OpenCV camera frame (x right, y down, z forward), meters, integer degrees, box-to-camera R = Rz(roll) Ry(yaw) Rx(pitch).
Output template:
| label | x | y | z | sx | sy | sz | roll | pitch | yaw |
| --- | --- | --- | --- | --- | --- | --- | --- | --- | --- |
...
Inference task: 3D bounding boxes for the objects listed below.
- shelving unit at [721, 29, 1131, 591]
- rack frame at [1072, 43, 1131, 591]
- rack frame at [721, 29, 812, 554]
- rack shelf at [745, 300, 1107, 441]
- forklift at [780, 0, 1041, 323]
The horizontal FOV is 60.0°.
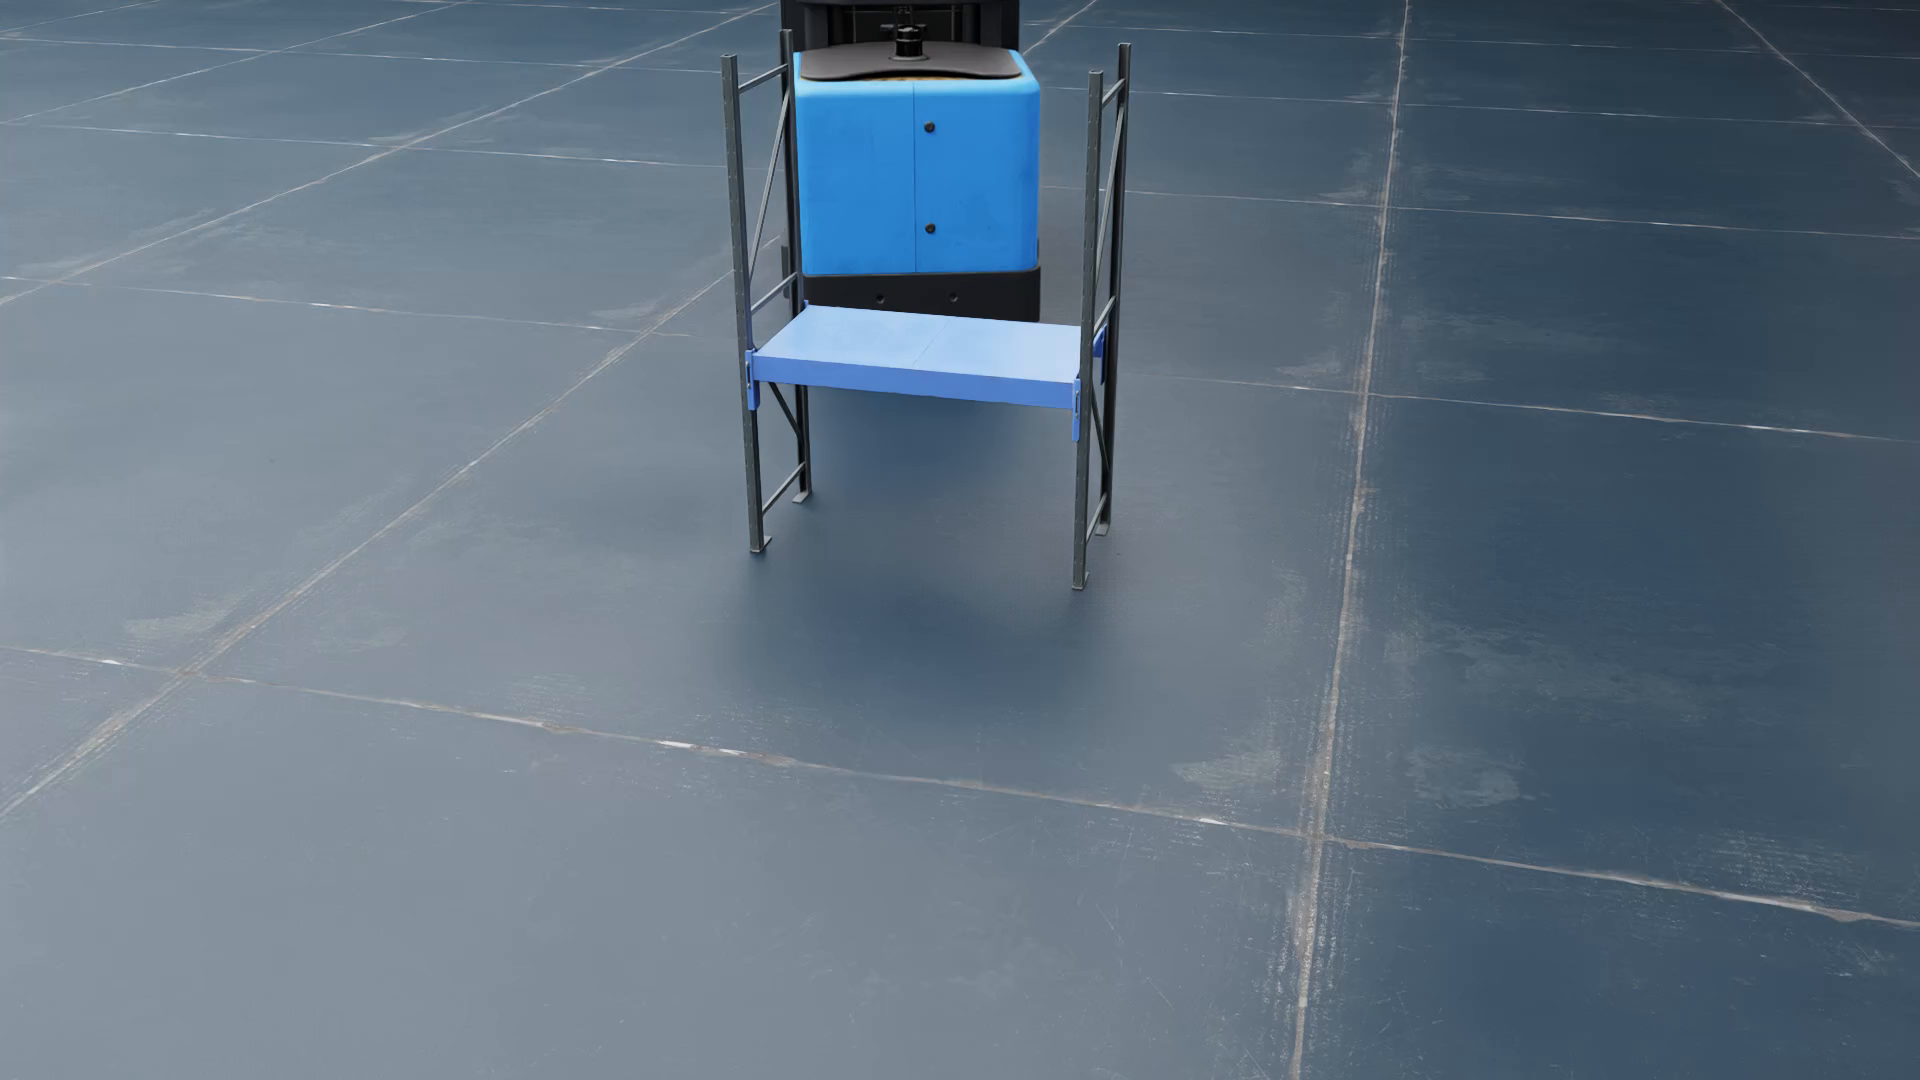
| label | x | y | z | sx | sy | sz | roll | pitch | yaw |
| --- | --- | --- | --- | --- | --- | --- | --- | --- | --- |
| shelving unit | -0.083 | -0.686 | 4.947 | 1.048 | 1.500 | 0.538 | 6 | 26 | 13 |
| rack frame | 0.410 | -0.632 | 4.832 | 0.032 | 1.500 | 0.500 | 6 | 26 | 13 |
| rack frame | -0.575 | -0.741 | 5.061 | 0.032 | 1.500 | 0.500 | 6 | 26 | 13 |
| rack shelf | -0.083 | -0.524 | 5.024 | 1.000 | 0.185 | 0.538 | 6 | 26 | 13 |
| forklift | -0.292 | -2.782 | 7.683 | 1.130 | 2.935 | 3.031 | -2 | 26 | -4 |
